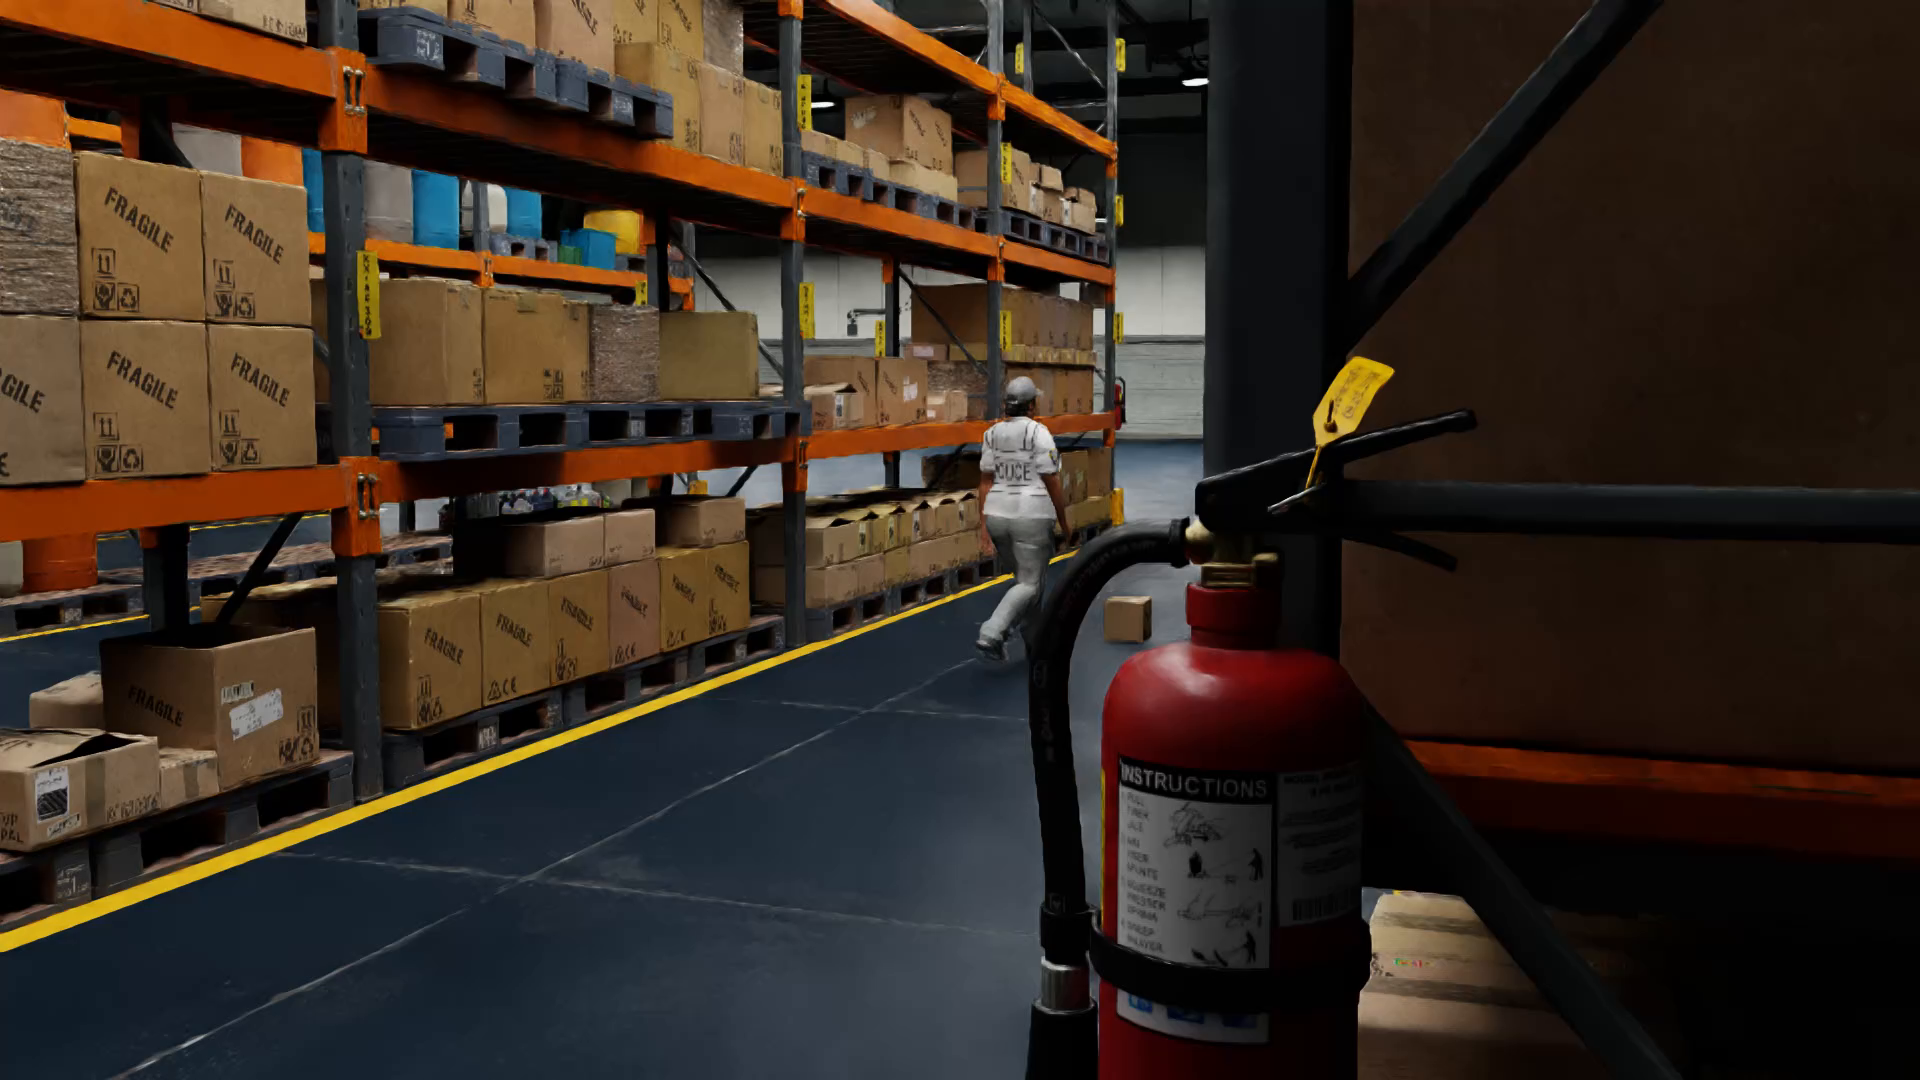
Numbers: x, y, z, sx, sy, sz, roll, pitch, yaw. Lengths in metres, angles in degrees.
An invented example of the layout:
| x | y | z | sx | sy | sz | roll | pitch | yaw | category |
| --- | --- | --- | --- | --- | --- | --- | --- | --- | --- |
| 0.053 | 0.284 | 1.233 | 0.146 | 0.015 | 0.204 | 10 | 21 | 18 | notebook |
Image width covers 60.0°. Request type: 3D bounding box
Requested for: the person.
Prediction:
| x | y | z | sx | sy | sz | roll | pitch | yaw | category |
| --- | --- | --- | --- | --- | --- | --- | --- | --- | --- |
| 0.347 | -0.106 | 9.385 | 0.491 | 1.625 | 0.964 | 5 | 7 | 42 | person |
